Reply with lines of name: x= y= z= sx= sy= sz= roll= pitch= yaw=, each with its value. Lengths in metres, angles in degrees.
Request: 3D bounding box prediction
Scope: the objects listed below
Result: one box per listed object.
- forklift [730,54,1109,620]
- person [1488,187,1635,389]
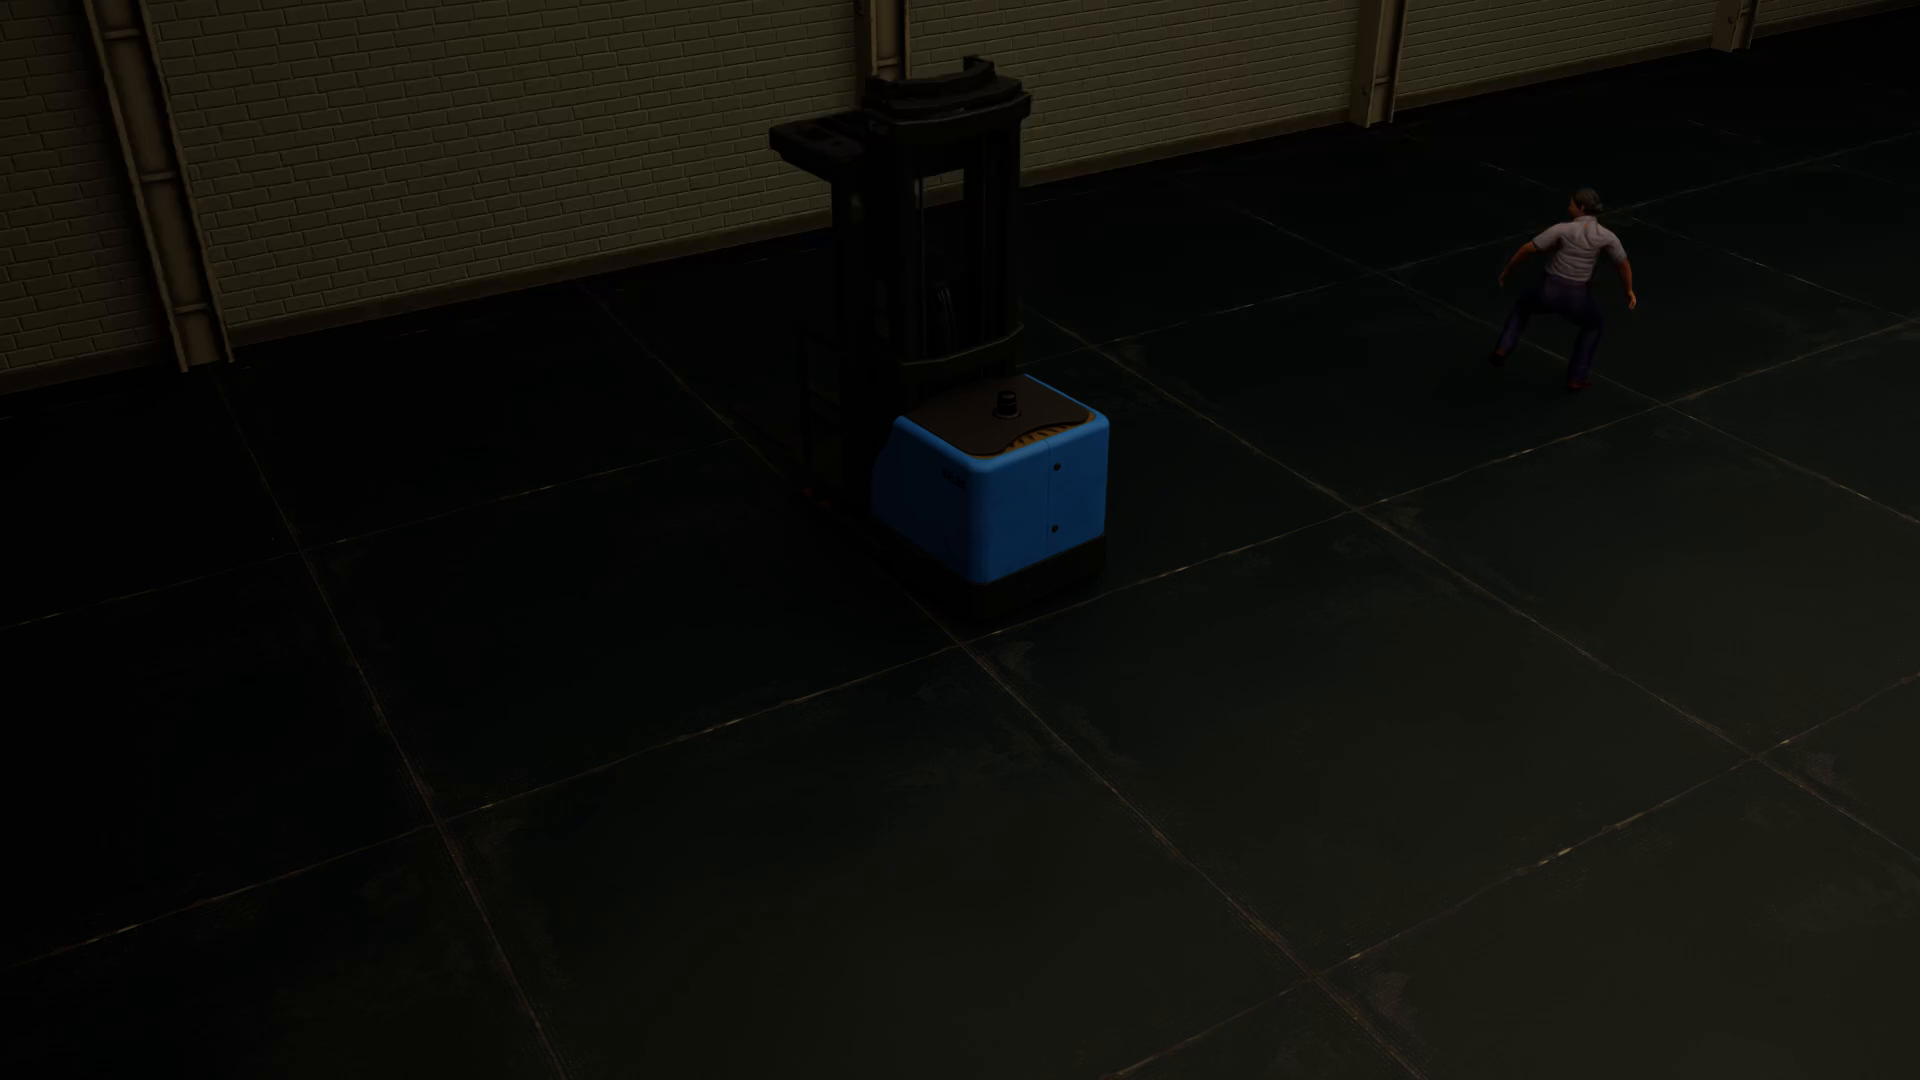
forklift: x=-0.418 y=-1.492 z=10.138 sx=1.130 sy=2.935 sz=3.031 roll=-22 pitch=37 yaw=-32
person: x=4.416 y=-1.822 z=12.095 sx=0.959 sy=1.539 sz=0.487 roll=12 pitch=33 yaw=18
